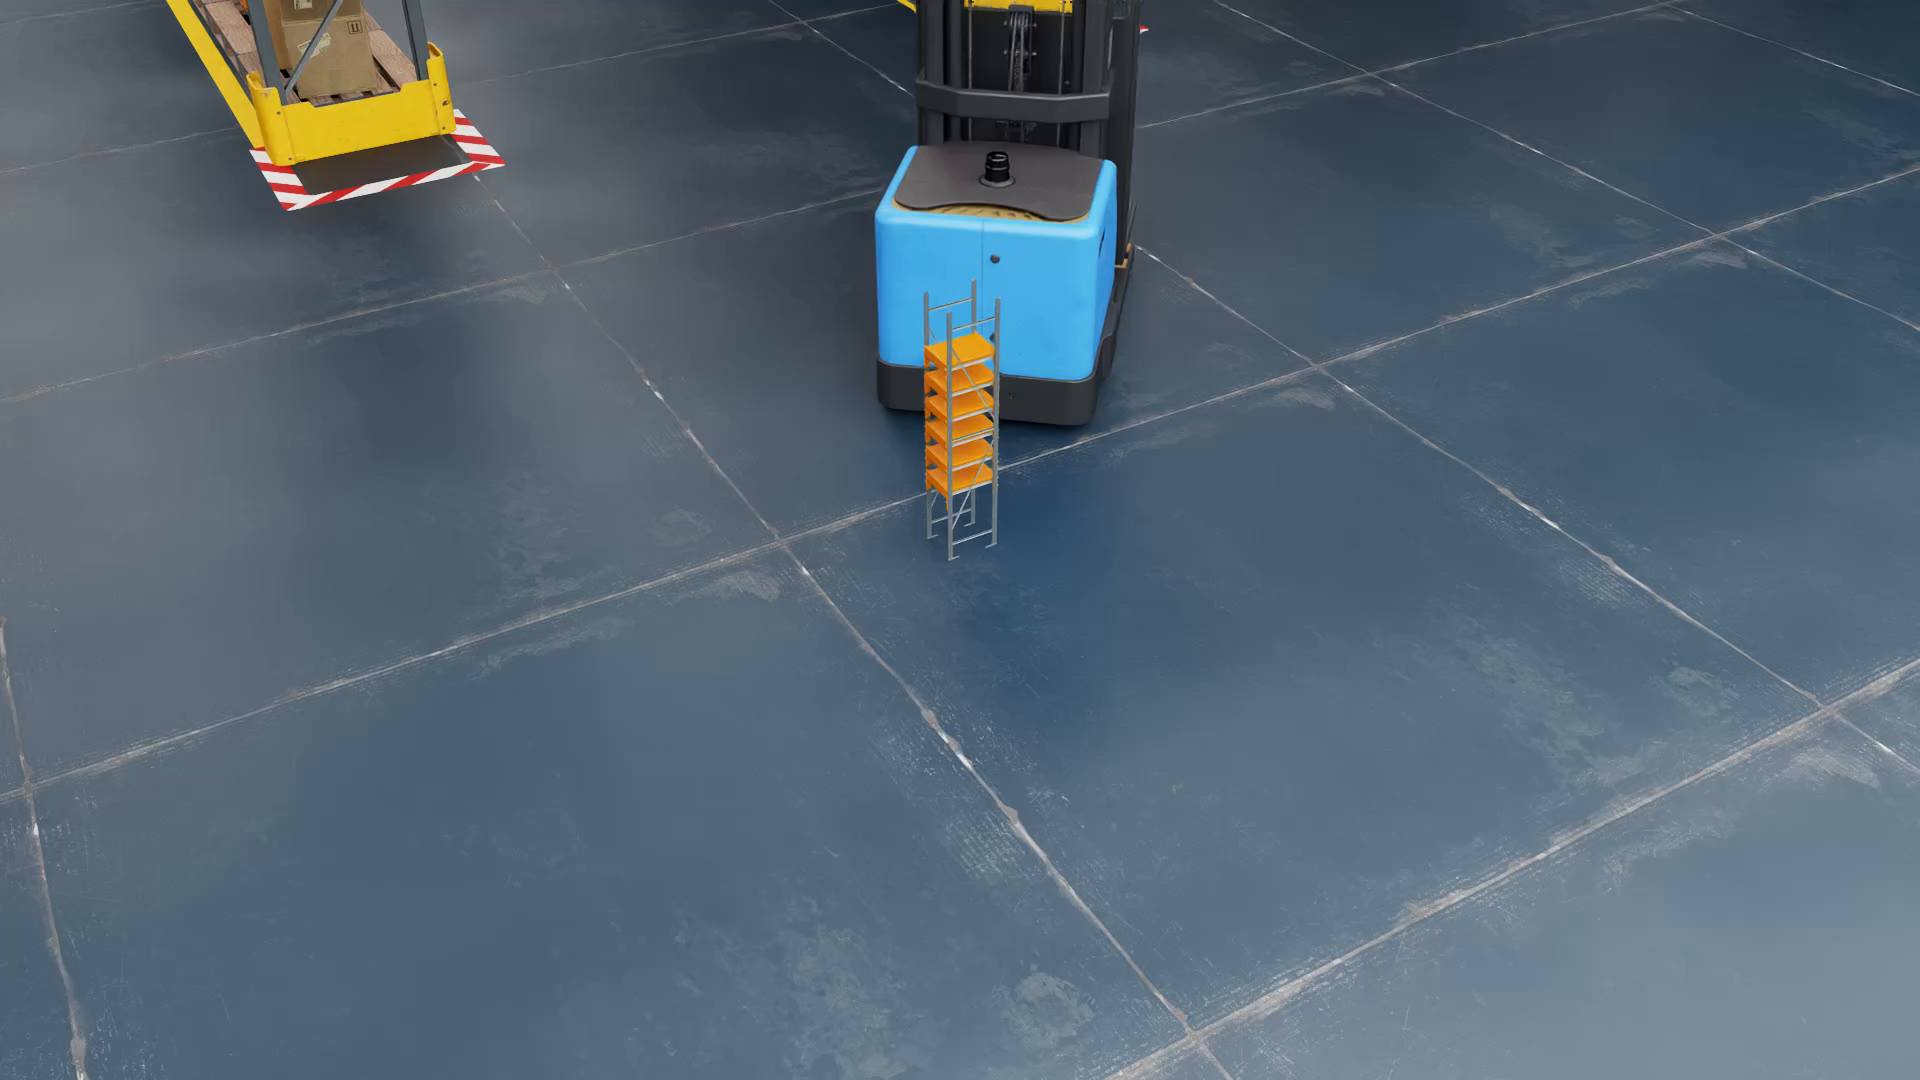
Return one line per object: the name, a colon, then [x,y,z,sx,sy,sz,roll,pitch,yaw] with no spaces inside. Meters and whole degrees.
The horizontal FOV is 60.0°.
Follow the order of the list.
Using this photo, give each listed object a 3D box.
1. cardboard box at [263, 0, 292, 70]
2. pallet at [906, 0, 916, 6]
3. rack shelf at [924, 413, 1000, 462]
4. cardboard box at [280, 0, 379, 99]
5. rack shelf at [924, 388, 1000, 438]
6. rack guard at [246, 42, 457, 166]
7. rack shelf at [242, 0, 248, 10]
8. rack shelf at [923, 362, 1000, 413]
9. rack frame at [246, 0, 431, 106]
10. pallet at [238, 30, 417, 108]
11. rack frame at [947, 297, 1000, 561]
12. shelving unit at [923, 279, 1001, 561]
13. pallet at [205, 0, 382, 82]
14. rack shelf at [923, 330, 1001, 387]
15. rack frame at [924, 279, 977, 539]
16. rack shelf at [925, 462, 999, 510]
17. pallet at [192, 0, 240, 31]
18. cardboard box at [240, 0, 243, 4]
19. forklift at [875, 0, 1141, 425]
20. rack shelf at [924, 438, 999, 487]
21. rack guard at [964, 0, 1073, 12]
cardboard box: [-4.474,-3.551,11.333,0.500,0.500,0.500,-9,37,-12]
pallet: [0.025,-4.450,13.164,1.003,0.211,1.213,-19,40,-24]
rack shelf: [0.007,-0.441,6.912,0.258,0.103,0.180,-19,40,-24]
cardboard box: [-4.144,-3.257,10.929,0.500,0.500,0.500,-12,38,-16]
rack shelf: [0.007,-0.538,6.841,0.258,0.103,0.180,-19,40,-24]
rack guard: [-3.883,-2.803,10.663,1.175,0.500,0.348,-19,40,-24]
rack shelf: [-4.850,-4.503,11.482,1.077,0.370,4.000,-19,40,-24]
rack shelf: [0.007,-0.635,6.771,0.258,0.103,0.180,-19,40,-24]
rack frame: [-3.845,-3.773,9.873,1.000,3.000,0.127,-19,40,-24]
pallet: [-4.261,-3.111,11.330,1.003,0.211,1.213,-19,40,-24]
rack frame: [0.053,-0.430,6.822,0.240,1.200,0.006,-19,40,-24]
shelving unit: [0.007,-0.477,6.886,0.258,1.200,0.189,-19,40,-24]
pallet: [-4.869,-3.732,12.181,1.003,0.211,1.213,-19,40,-24]
rack shelf: [0.007,-0.732,6.700,0.258,0.103,0.180,-19,40,-24]
rack frame: [-0.039,-0.524,6.950,0.240,1.200,0.006,-19,40,-24]
rack shelf: [0.007,-0.247,7.054,0.258,0.103,0.180,-19,40,-24]
pallet: [-5.486,-4.355,13.034,1.003,0.211,1.213,-19,40,-24]
cardboard box: [-5.014,-4.174,12.185,0.500,0.500,0.500,-23,42,-28]
forklift: [0.371,-2.590,8.312,1.130,2.935,3.031,6,37,8]
rack shelf: [0.007,-0.344,6.983,0.258,0.103,0.180,-19,40,-24]
rack guard: [0.507,-4.170,12.535,1.175,0.500,0.348,-19,40,-24]
